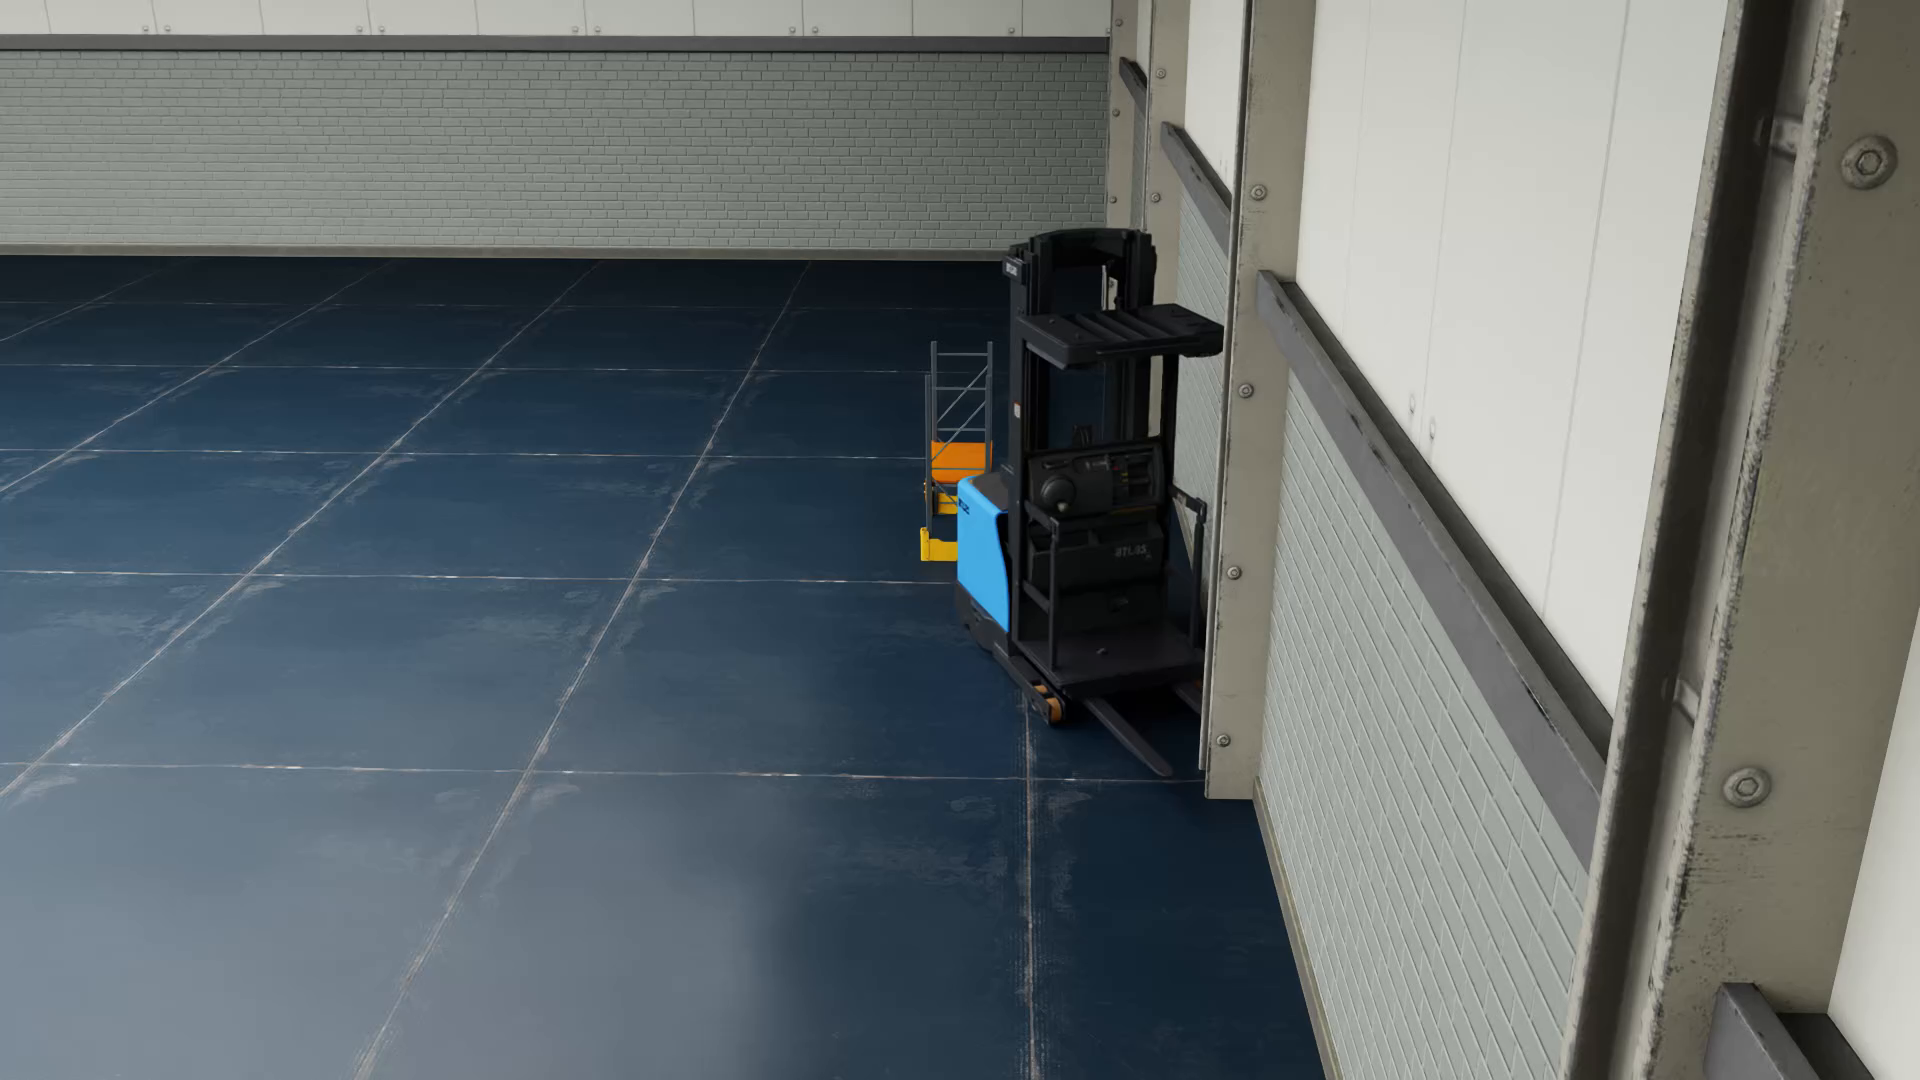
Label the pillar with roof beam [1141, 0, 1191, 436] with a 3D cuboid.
[{"bbox_3d":[-2.534,-4.981,13.925,9.100,9.000,0.400,1,21,2],"label":"pillar with roof beam"}]

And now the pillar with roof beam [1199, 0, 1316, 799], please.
[{"bbox_3d":[-2.716,-2.811,8.334,9.100,9.000,0.400,1,21,2],"label":"pillar with roof beam"}]

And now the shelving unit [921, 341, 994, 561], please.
[{"bbox_3d":[0.002,-0.727,13.329,0.587,1.500,1.083,1,21,2],"label":"shelving unit"}]

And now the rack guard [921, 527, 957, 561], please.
[{"bbox_3d":[-0.013,0.036,13.091,0.587,0.250,0.087,1,21,2],"label":"rack guard"}]

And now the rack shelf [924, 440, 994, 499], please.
[{"bbox_3d":[0.003,-0.562,13.402,0.538,0.185,1.000,1,21,2],"label":"rack shelf"}]

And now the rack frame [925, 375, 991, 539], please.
[{"bbox_3d":[-0.013,-0.546,12.863,0.500,1.500,0.032,1,21,2],"label":"rack frame"}]

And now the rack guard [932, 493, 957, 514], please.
[{"bbox_3d":[0.017,-0.324,14.019,0.587,0.250,0.087,1,21,2],"label":"rack guard"}]

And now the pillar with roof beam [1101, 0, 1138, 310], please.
[{"bbox_3d":[-2.351,-7.150,19.516,9.100,9.000,0.400,1,21,2],"label":"pillar with roof beam"}]

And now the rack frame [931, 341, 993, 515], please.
[{"bbox_3d":[0.018,-0.914,13.811,0.500,1.500,0.032,1,21,2],"label":"rack frame"}]

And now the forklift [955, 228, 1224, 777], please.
[{"bbox_3d":[0.951,-0.370,10.431,1.130,2.935,3.031,-8,22,-19],"label":"forklift"}]
